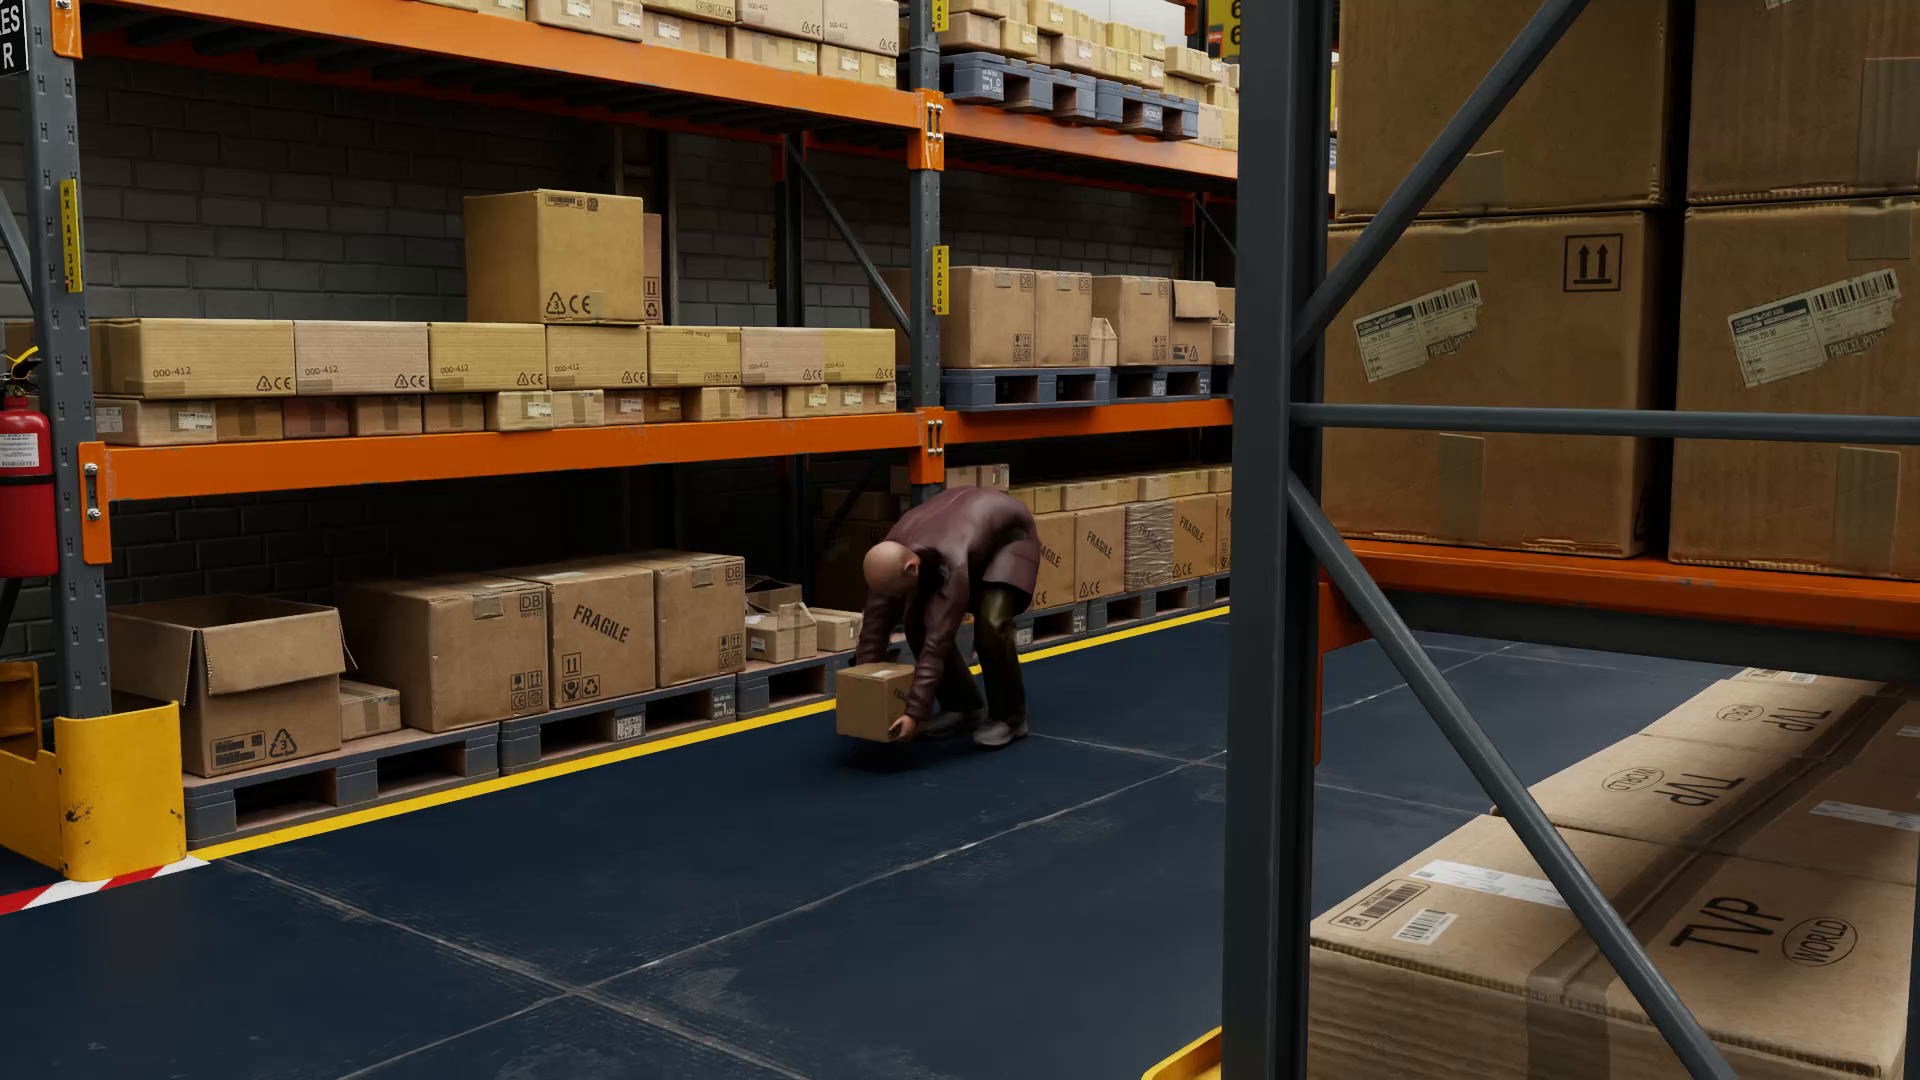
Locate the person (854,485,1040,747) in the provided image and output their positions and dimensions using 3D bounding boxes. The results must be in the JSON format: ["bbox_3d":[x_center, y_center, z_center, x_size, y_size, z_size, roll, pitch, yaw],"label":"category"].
[{"bbox_3d":[-0.058,0.319,6.698,0.585,1.047,0.978,5,8,36],"label":"person"}]
